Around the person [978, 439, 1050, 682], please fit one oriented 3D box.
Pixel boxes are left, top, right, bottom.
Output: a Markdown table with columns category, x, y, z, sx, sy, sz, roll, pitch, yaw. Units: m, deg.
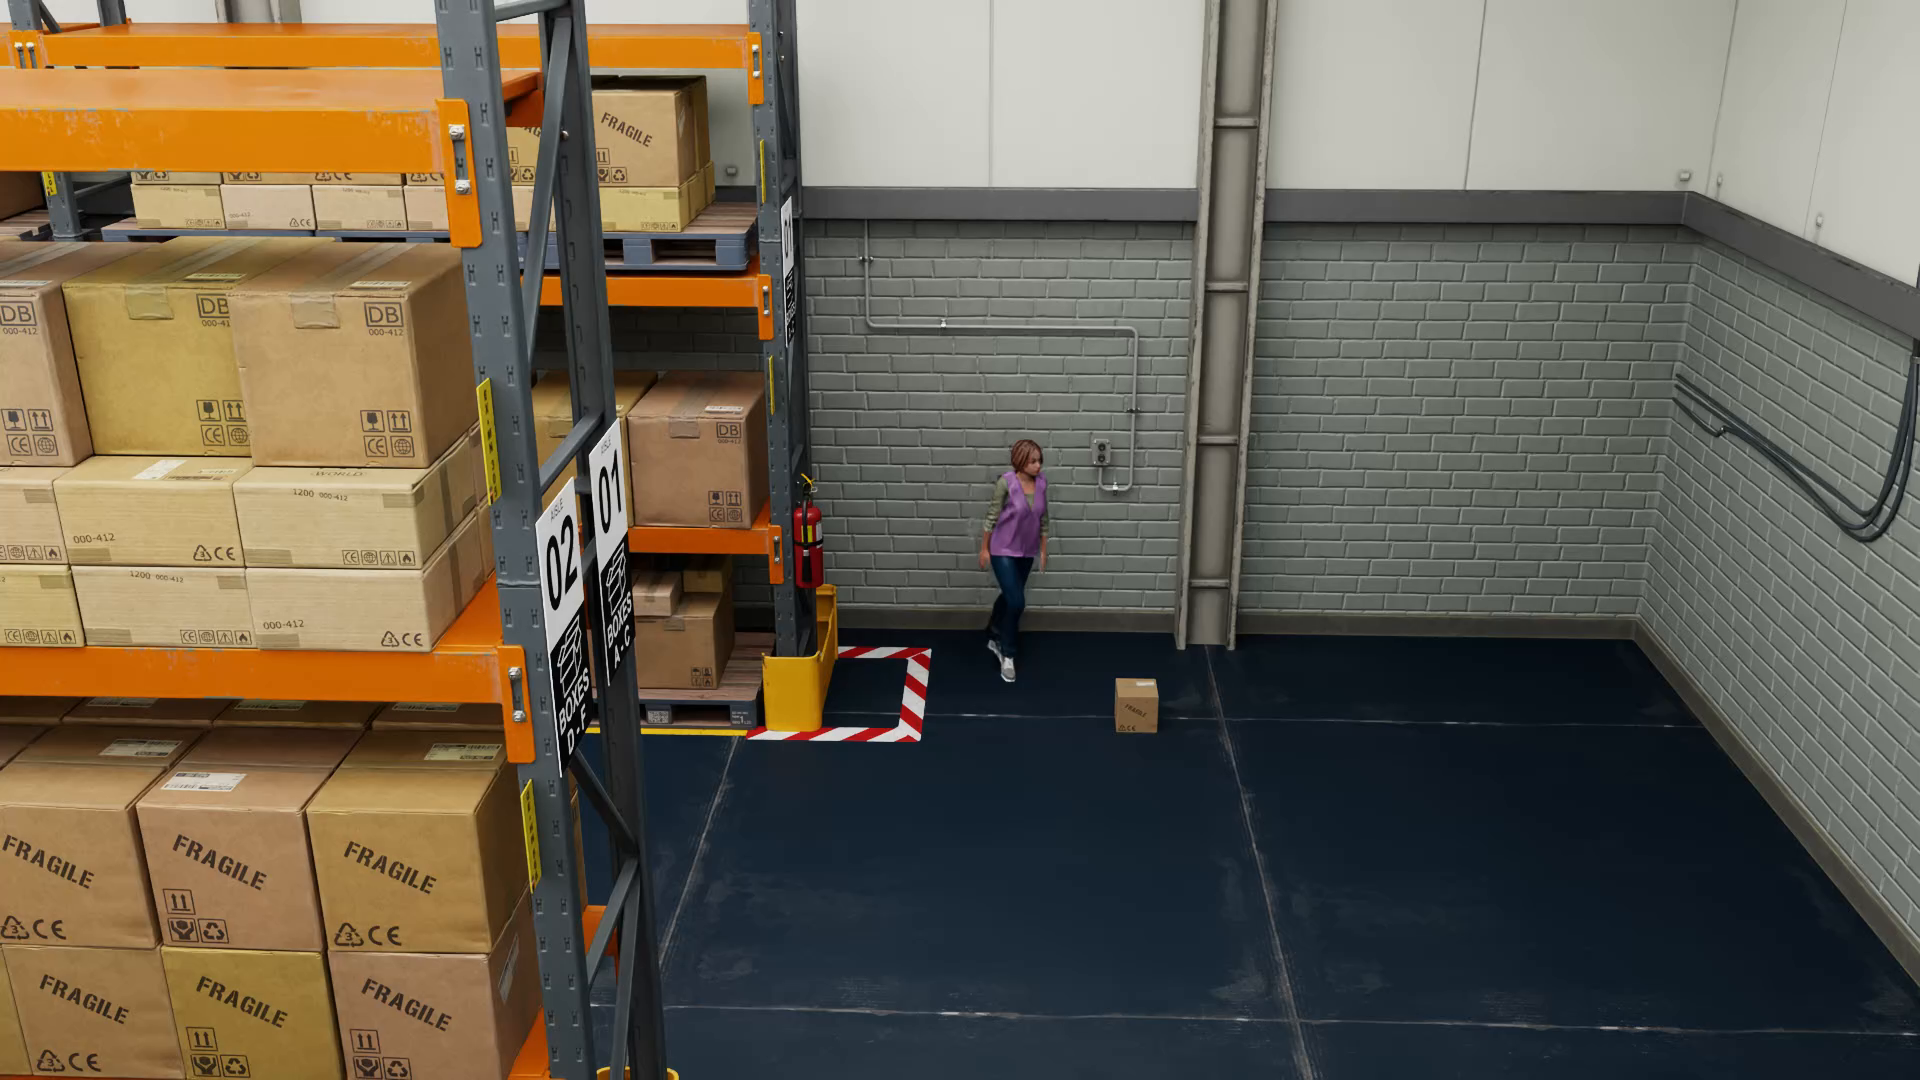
| category | x | y | z | sx | sy | sz | roll | pitch | yaw |
| --- | --- | --- | --- | --- | --- | --- | --- | --- | --- |
| person | 0.345 | 0.081 | 10.884 | 0.441 | 1.607 | 0.512 | -14 | 25 | -33 |
